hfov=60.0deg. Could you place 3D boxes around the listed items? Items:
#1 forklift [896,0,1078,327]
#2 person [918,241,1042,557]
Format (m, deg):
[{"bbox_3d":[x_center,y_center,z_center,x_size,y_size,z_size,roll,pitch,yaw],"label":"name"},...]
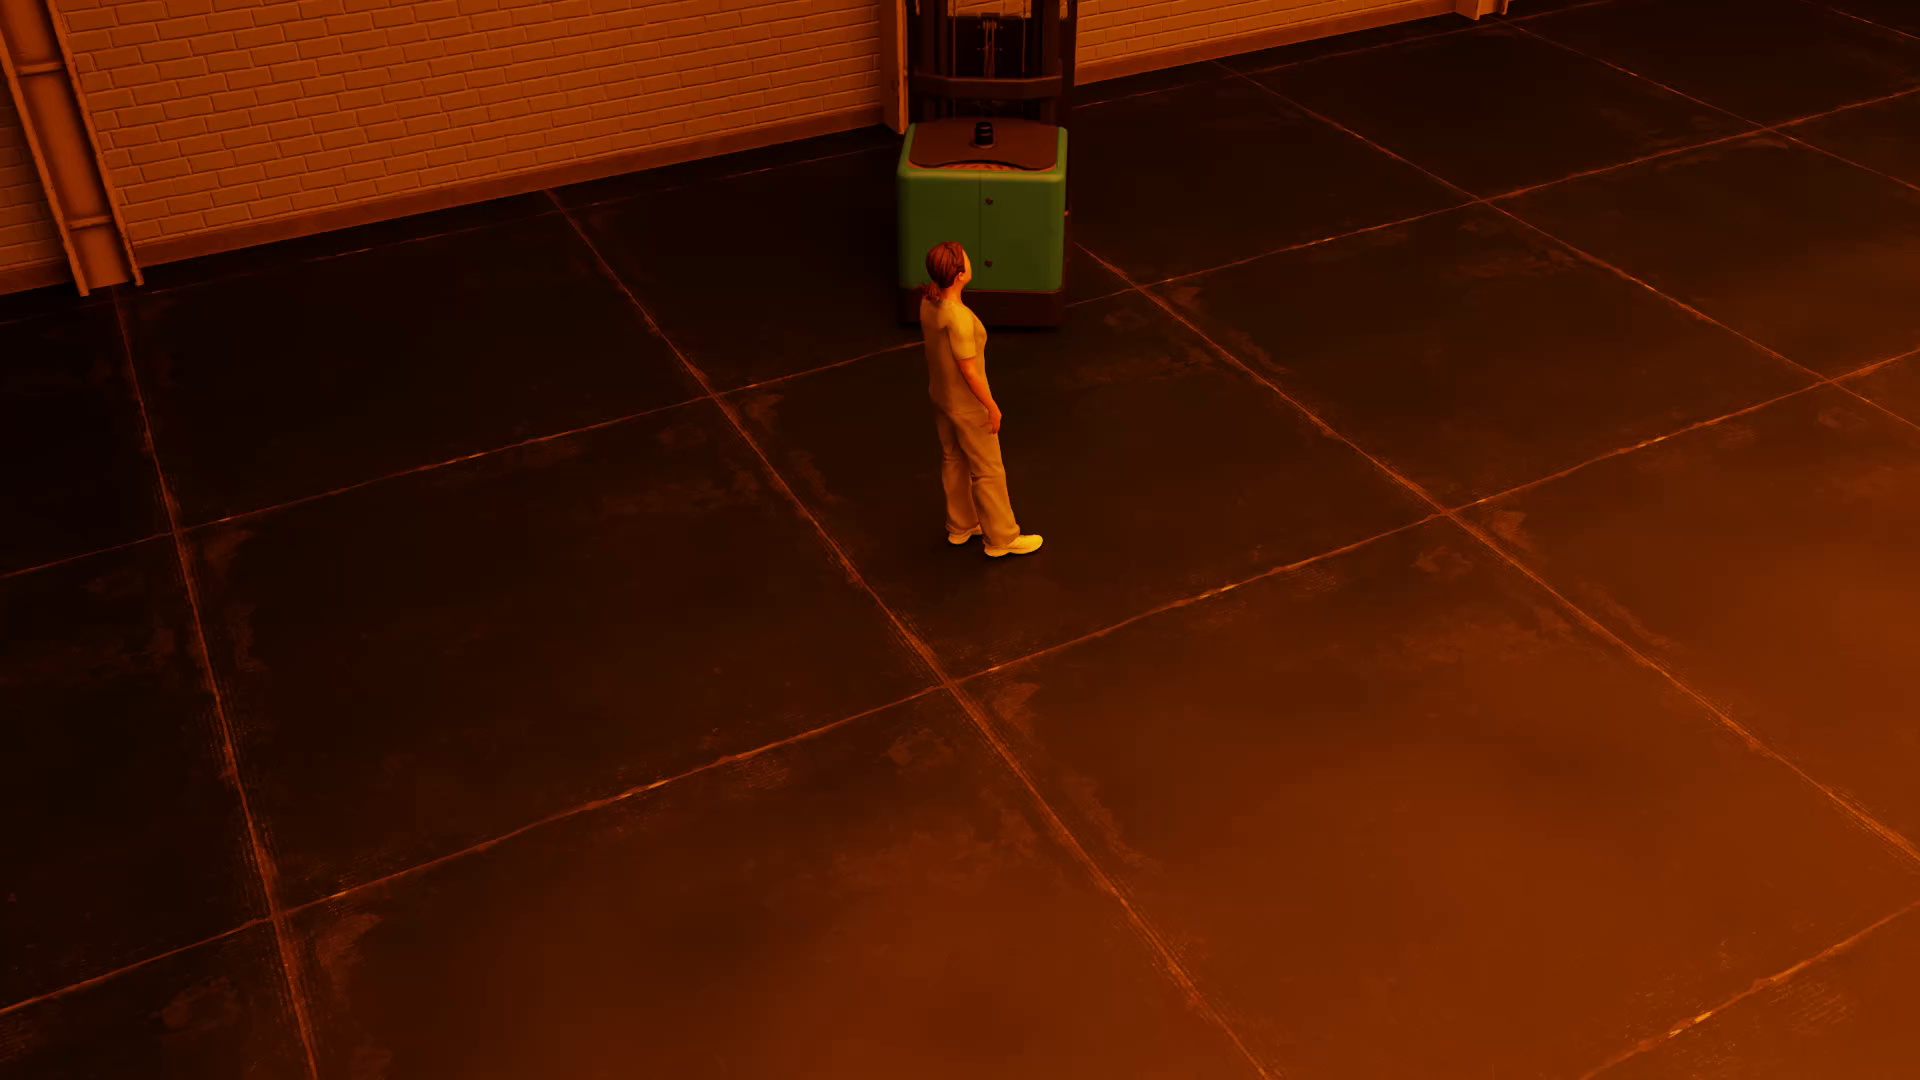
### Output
[{"bbox_3d":[0.220,-3.361,10.878,1.130,2.935,3.031,2,35,3],"label":"forklift"},{"bbox_3d":[0.072,-0.704,8.193,0.548,1.673,0.550,-17,39,-23],"label":"person"}]
